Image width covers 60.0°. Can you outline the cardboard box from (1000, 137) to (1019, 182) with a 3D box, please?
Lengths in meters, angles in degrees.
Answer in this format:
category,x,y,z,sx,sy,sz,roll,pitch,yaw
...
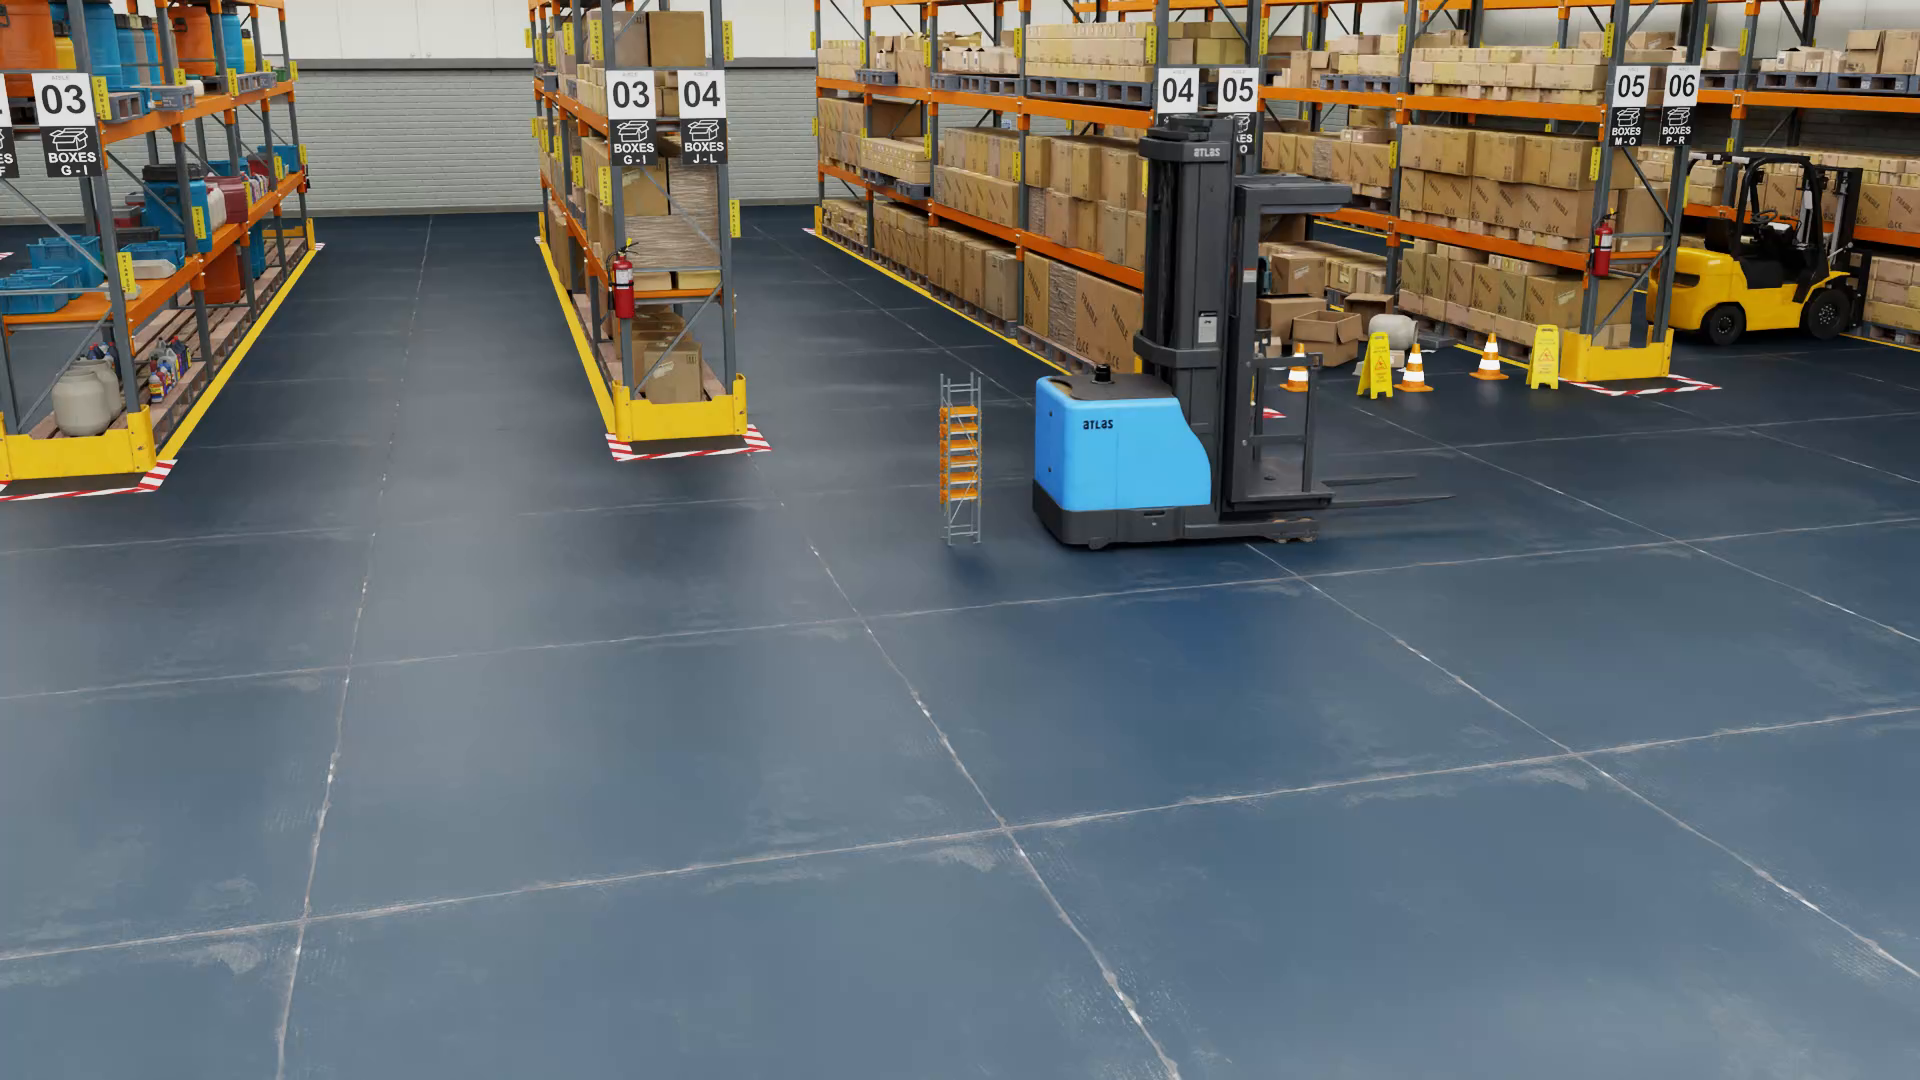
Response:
category,x,y,z,sx,sy,sz,roll,pitch,yaw
cardboard box,0.894,-4.659,20.336,0.700,0.500,0.500,-5,17,-16

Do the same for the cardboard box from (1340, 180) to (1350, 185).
category,x,y,z,sx,sy,sz,roll,pitch,yaw
cardboard box,5.270,-4.687,22.048,0.380,0.149,0.250,-5,17,-15

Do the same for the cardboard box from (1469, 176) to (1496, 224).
category,x,y,z,sx,sy,sz,roll,pitch,yaw
cardboard box,6.208,-3.904,19.044,0.500,0.500,0.500,-4,17,-15

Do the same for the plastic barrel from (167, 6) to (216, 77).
category,x,y,z,sx,sy,sz,roll,pitch,yaw
plastic barrel,-9.632,-6.205,20.703,0.600,0.830,0.708,-5,17,-15

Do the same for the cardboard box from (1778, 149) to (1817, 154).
category,x,y,z,sx,sy,sz,roll,pitch,yaw
cardboard box,10.723,-4.920,21.300,0.380,0.149,0.250,-5,17,-16

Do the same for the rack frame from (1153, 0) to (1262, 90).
category,x,y,z,sx,sy,sz,roll,pitch,yaw
rack frame,2.279,-5.620,15.019,1.000,3.000,0.127,-5,17,-15

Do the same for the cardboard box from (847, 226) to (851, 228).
category,x,y,z,sx,sy,sz,roll,pitch,yaw
cardboard box,-1.746,-5.347,28.765,0.380,0.149,0.250,-4,17,-14

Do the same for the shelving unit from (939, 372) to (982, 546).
category,x,y,z,sx,sy,sz,roll,pitch,yaw
shelving unit,0.004,-0.571,11.766,0.258,1.200,0.189,-5,17,-15

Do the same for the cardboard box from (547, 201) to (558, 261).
category,x,y,z,sx,sy,sz,roll,pitch,yaw
cardboard box,-5.621,-4.710,25.381,1.225,0.875,0.875,-5,17,-15

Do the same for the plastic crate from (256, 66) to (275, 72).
category,x,y,z,sx,sy,sz,roll,pitch,yaw
plastic crate,-10.656,-7.050,25.220,0.497,0.269,0.590,-5,17,-15

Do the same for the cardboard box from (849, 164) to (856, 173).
category,x,y,z,sx,sy,sz,roll,pitch,yaw
cardboard box,-1.665,-6.294,28.127,0.380,0.149,0.250,-5,18,-18

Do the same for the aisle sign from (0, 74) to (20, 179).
category,x,y,z,sx,sy,sz,roll,pitch,yaw
aisle sign,-7.546,-3.193,12.848,0.394,0.787,0.004,-5,17,-15

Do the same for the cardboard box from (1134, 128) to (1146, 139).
category,x,y,z,sx,sy,sz,roll,pitch,yaw
cardboard box,3.317,-7.121,28.532,0.500,0.500,0.500,-5,17,-16

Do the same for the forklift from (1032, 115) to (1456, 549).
category,x,y,z,sx,sy,sz,roll,pitch,yaw
forklift,2.112,-1.527,11.942,3.031,2.935,1.130,-3,17,-10

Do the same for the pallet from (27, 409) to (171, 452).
category,x,y,z,sx,sy,sz,roll,pitch,yaw
pallet,-7.564,-0.898,14.575,1.003,0.211,1.213,-5,17,-15

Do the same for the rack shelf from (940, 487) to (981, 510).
category,x,y,z,sx,sy,sz,roll,pitch,yaw
rack shelf,0.004,-0.298,11.848,0.258,0.103,0.180,-5,17,-15

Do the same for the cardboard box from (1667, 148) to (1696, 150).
category,x,y,z,sx,sy,sz,roll,pitch,yaw
cardboard box,10.418,-5.564,23.960,0.380,0.149,0.250,-5,17,-15

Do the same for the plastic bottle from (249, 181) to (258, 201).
category,x,y,z,sx,sy,sz,roll,pitch,yaw
plastic bottle,-9.819,-4.826,23.018,0.152,0.276,0.135,-5,17,-15

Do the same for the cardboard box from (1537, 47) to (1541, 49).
category,x,y,z,sx,sy,sz,roll,pitch,yaw
cardboard box,9.234,-7.623,25.954,0.380,0.149,0.250,-5,18,-17

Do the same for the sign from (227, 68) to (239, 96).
category,x,y,z,sx,sy,sz,roll,pitch,yaw
sign,-8.952,-5.636,20.468,0.100,0.325,0.005,-5,17,-15

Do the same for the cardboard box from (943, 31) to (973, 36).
category,x,y,z,sx,sy,sz,roll,pitch,yaw
cardboard box,-0.016,-7.154,23.837,0.396,0.266,0.258,-5,17,-15

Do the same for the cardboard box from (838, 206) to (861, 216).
category,x,y,z,sx,sy,sz,roll,pitch,yaw
cardboard box,-1.920,-5.759,29.101,0.380,0.149,0.250,-4,17,-14

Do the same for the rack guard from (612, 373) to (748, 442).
category,x,y,z,sx,sy,sz,roll,pitch,yaw
rack guard,-2.539,-1.206,15.100,1.175,0.500,0.348,-5,17,-15

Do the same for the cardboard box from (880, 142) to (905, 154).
category,x,y,z,sx,sy,sz,roll,pitch,yaw
cardboard box,-0.997,-5.929,25.149,0.380,0.149,0.250,-4,17,-13

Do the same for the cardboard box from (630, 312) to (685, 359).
category,x,y,z,sx,sy,sz,roll,pitch,yaw
cardboard box,-3.135,-2.056,17.197,0.500,0.500,0.500,-6,18,-20

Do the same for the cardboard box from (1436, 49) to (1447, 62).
category,x,y,z,sx,sy,sz,roll,pitch,yaw
cardboard box,5.847,-5.714,19.598,0.380,0.149,0.250,-5,18,-17

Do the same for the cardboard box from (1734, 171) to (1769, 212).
category,x,y,z,sx,sy,sz,roll,pitch,yaw
cardboard box,10.554,-4.571,21.780,0.500,0.500,0.500,-5,17,-17

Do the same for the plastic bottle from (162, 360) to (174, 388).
category,x,y,z,sx,sy,sz,roll,pitch,yaw
plastic bottle,-7.656,-1.600,16.041,0.097,0.271,0.097,0,17,0

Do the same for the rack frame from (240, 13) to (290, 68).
category,x,y,z,sx,sy,sz,roll,pitch,yaw
rack frame,-11.677,-9.290,27.237,1.000,3.000,0.127,-5,17,-15

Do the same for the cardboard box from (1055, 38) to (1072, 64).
category,x,y,z,sx,sy,sz,roll,pitch,yaw
cardboard box,1.324,-5.173,17.586,0.500,0.250,0.500,-5,17,-16

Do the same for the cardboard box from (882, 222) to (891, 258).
category,x,y,z,sx,sy,sz,roll,pitch,yaw
cardboard box,-0.924,-4.698,25.995,0.500,0.500,0.500,-4,17,-13

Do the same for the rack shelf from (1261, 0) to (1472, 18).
category,x,y,z,sx,sy,sz,roll,pitch,yaw
rack shelf,5.362,-7.163,22.101,1.077,0.370,4.000,-5,17,-15

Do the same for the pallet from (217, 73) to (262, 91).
category,x,y,z,sx,sy,sz,roll,pitch,yaw
pallet,-9.954,-6.134,22.272,1.003,0.211,1.213,-5,17,-15

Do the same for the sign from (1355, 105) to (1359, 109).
category,x,y,z,sx,sy,sz,roll,pitch,yaw
sign,7.924,-8.730,33.237,0.100,0.325,0.005,-5,17,-15

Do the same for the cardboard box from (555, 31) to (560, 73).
category,x,y,z,sx,sy,sz,roll,pitch,yaw
cardboard box,-4.835,-6.169,21.018,0.500,0.500,0.500,-5,17,-15

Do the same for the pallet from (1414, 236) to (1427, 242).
category,x,y,z,sx,sy,sz,roll,pitch,yaw
pallet,8.744,-5.321,29.300,1.003,0.211,1.213,-5,17,-15

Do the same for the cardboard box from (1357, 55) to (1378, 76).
category,x,y,z,sx,sy,sz,roll,pitch,yaw
cardboard box,5.477,-6.129,21.458,0.500,0.250,0.500,-4,17,-15

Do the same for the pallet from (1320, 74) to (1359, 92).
category,x,y,z,sx,sy,sz,roll,pitch,yaw
pallet,5.556,-6.085,22.108,1.213,0.211,1.003,-5,17,-15

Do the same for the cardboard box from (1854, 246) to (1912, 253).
category,x,y,z,sx,sy,sz,roll,pitch,yaw
cardboard box,11.430,-3.490,20.668,0.500,0.250,0.500,-5,17,-16

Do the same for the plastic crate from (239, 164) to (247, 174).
category,x,y,z,sx,sy,sz,roll,pitch,yaw
plastic crate,-11.482,-5.824,26.313,0.416,0.233,0.300,-5,17,-15

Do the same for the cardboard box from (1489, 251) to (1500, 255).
category,x,y,z,sx,sy,sz,roll,pitch,yaw
cardboard box,6.473,-3.233,20.247,0.500,0.500,0.500,-4,17,-14

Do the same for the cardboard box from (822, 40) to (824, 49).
category,x,y,z,sx,sy,sz,roll,pitch,yaw
cardboard box,-2.248,-8.860,29.718,0.380,0.149,0.250,-5,17,-16

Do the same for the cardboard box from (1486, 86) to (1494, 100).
category,x,y,z,sx,sy,sz,roll,pitch,yaw
cardboard box,6.185,-5.056,18.792,0.380,0.149,0.250,-5,17,-15

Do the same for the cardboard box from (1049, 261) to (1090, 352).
category,x,y,z,sx,sy,sz,roll,pitch,yaw
cardboard box,1.537,-2.608,18.384,0.875,0.875,0.875,-5,17,-15

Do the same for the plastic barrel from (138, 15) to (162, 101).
category,x,y,z,sx,sy,sz,roll,pitch,yaw
plastic barrel,-9.087,-5.259,18.162,0.600,0.901,0.708,-5,17,-15

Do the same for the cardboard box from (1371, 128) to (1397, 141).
category,x,y,z,sx,sy,sz,roll,pitch,yaw
cardboard box,5.724,-5.425,22.250,0.380,0.149,0.250,-4,17,-12

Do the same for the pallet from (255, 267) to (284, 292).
category,x,y,z,sx,sy,sz,roll,pitch,yaw
pallet,-10.406,-3.758,24.096,1.003,0.211,1.213,-5,17,-15

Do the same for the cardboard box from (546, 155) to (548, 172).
category,x,y,z,sx,sy,sz,roll,pitch,yaw
cardboard box,-6.334,-6.017,26.512,0.500,0.250,0.500,-4,17,-14

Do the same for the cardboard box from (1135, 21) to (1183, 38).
category,x,y,z,sx,sy,sz,roll,pitch,yaw
cardboard box,1.860,-4.760,15.518,0.380,0.149,0.250,-5,17,-15

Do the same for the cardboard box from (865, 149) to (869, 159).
category,x,y,z,sx,sy,sz,roll,pitch,yaw
cardboard box,-1.280,-6.073,26.144,0.380,0.149,0.250,-5,17,-16

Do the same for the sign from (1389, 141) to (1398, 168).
category,x,y,z,sx,sy,sz,roll,pitch,yaw
sign,5.379,-4.782,20.646,0.100,0.325,0.005,-5,17,-15

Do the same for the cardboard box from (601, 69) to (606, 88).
category,x,y,z,sx,sy,sz,roll,pitch,yaw
cardboard box,-2.894,-3.990,14.376,0.380,0.149,0.250,-5,17,-15

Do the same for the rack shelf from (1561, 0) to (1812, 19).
category,x,y,z,sx,sy,sz,roll,pitch,yaw
rack shelf,10.133,-7.556,23.411,1.077,0.370,4.000,-5,17,-15

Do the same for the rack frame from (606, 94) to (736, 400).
category,x,y,z,sx,sy,sz,roll,pitch,yaw
rack frame,-2.518,-2.383,14.670,1.000,3.000,0.127,-5,17,-15

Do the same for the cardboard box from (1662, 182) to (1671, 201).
category,x,y,z,sx,sy,sz,roll,pitch,yaw
cardboard box,10.149,-4.852,23.150,0.500,0.250,0.500,-5,17,-16
